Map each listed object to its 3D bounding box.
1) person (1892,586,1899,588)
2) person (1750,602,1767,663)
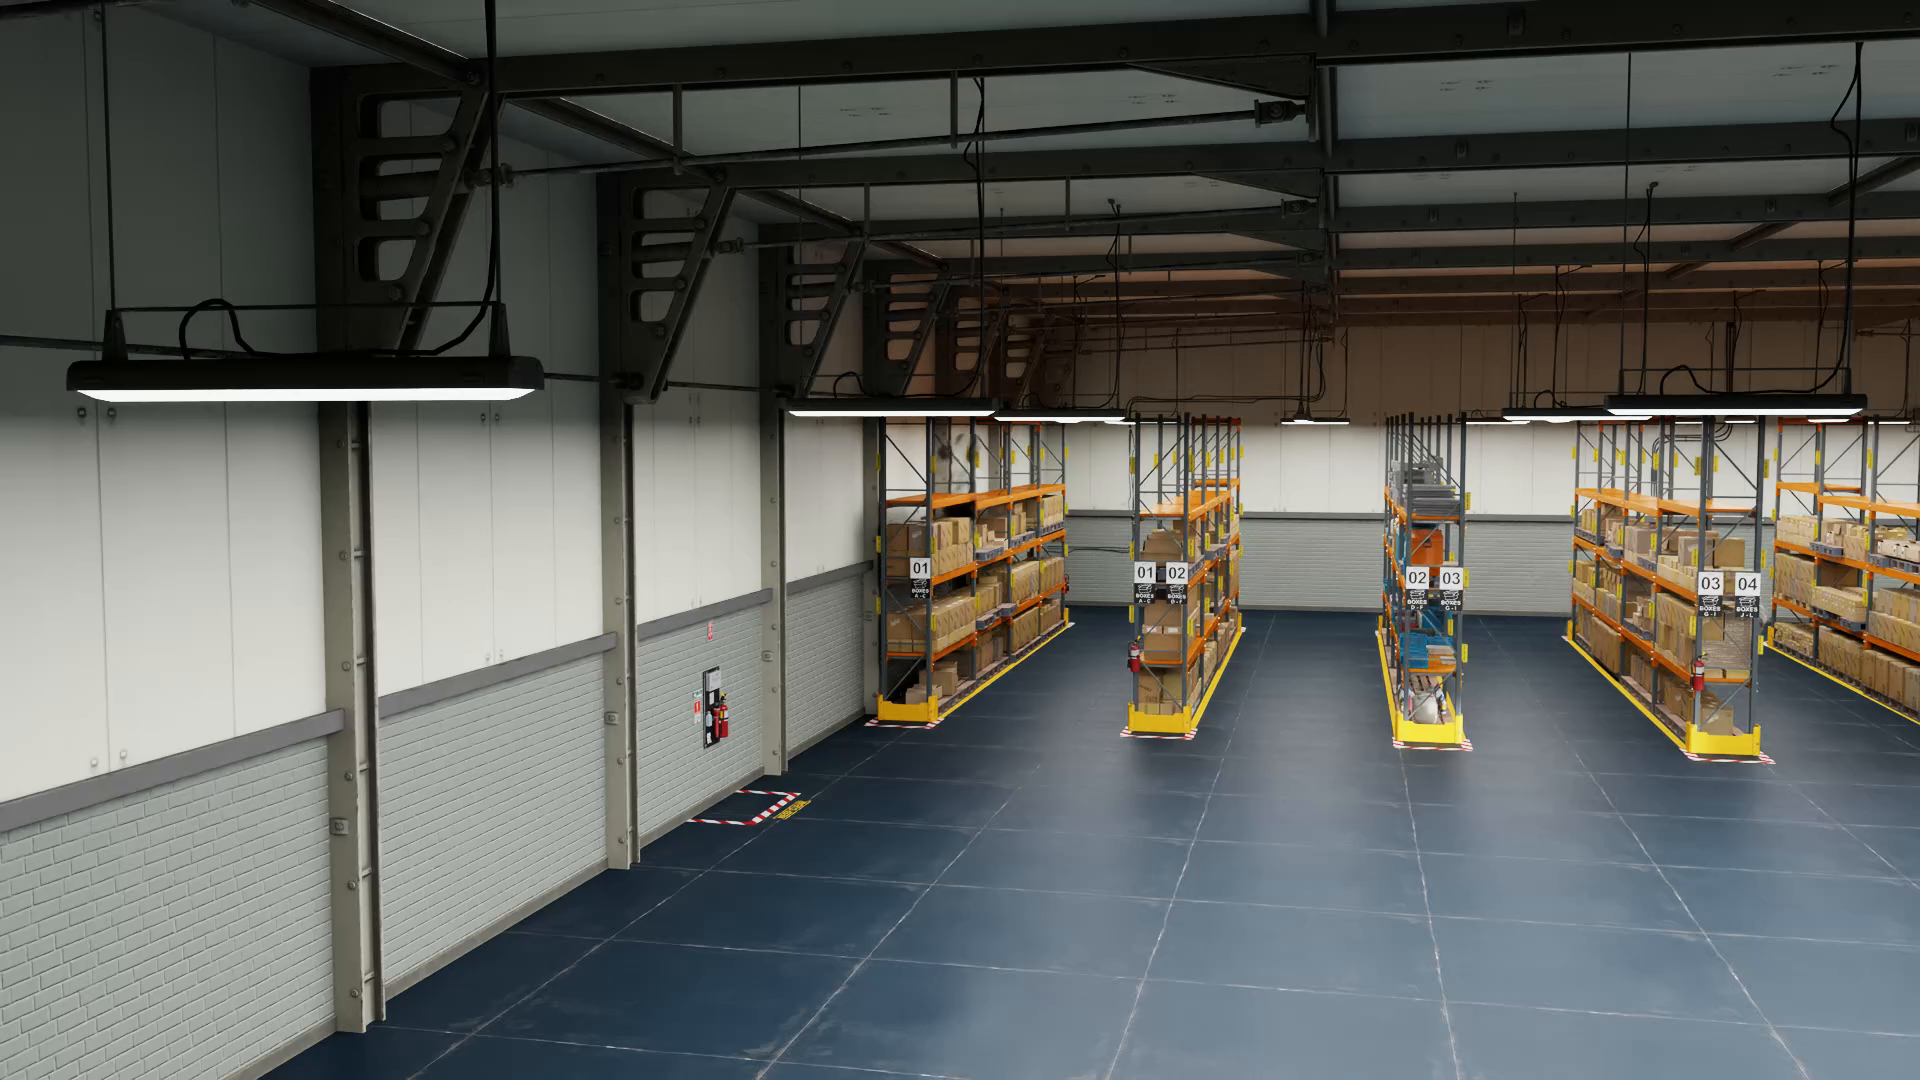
[{"bbox_3d":[23.631,2.034,41.971,0.598,1.743,0.749,-1,4,-13],"label":"person"},{"bbox_3d":[19.322,2.221,40.406,0.548,1.558,0.524,1,4,13],"label":"person"}]
